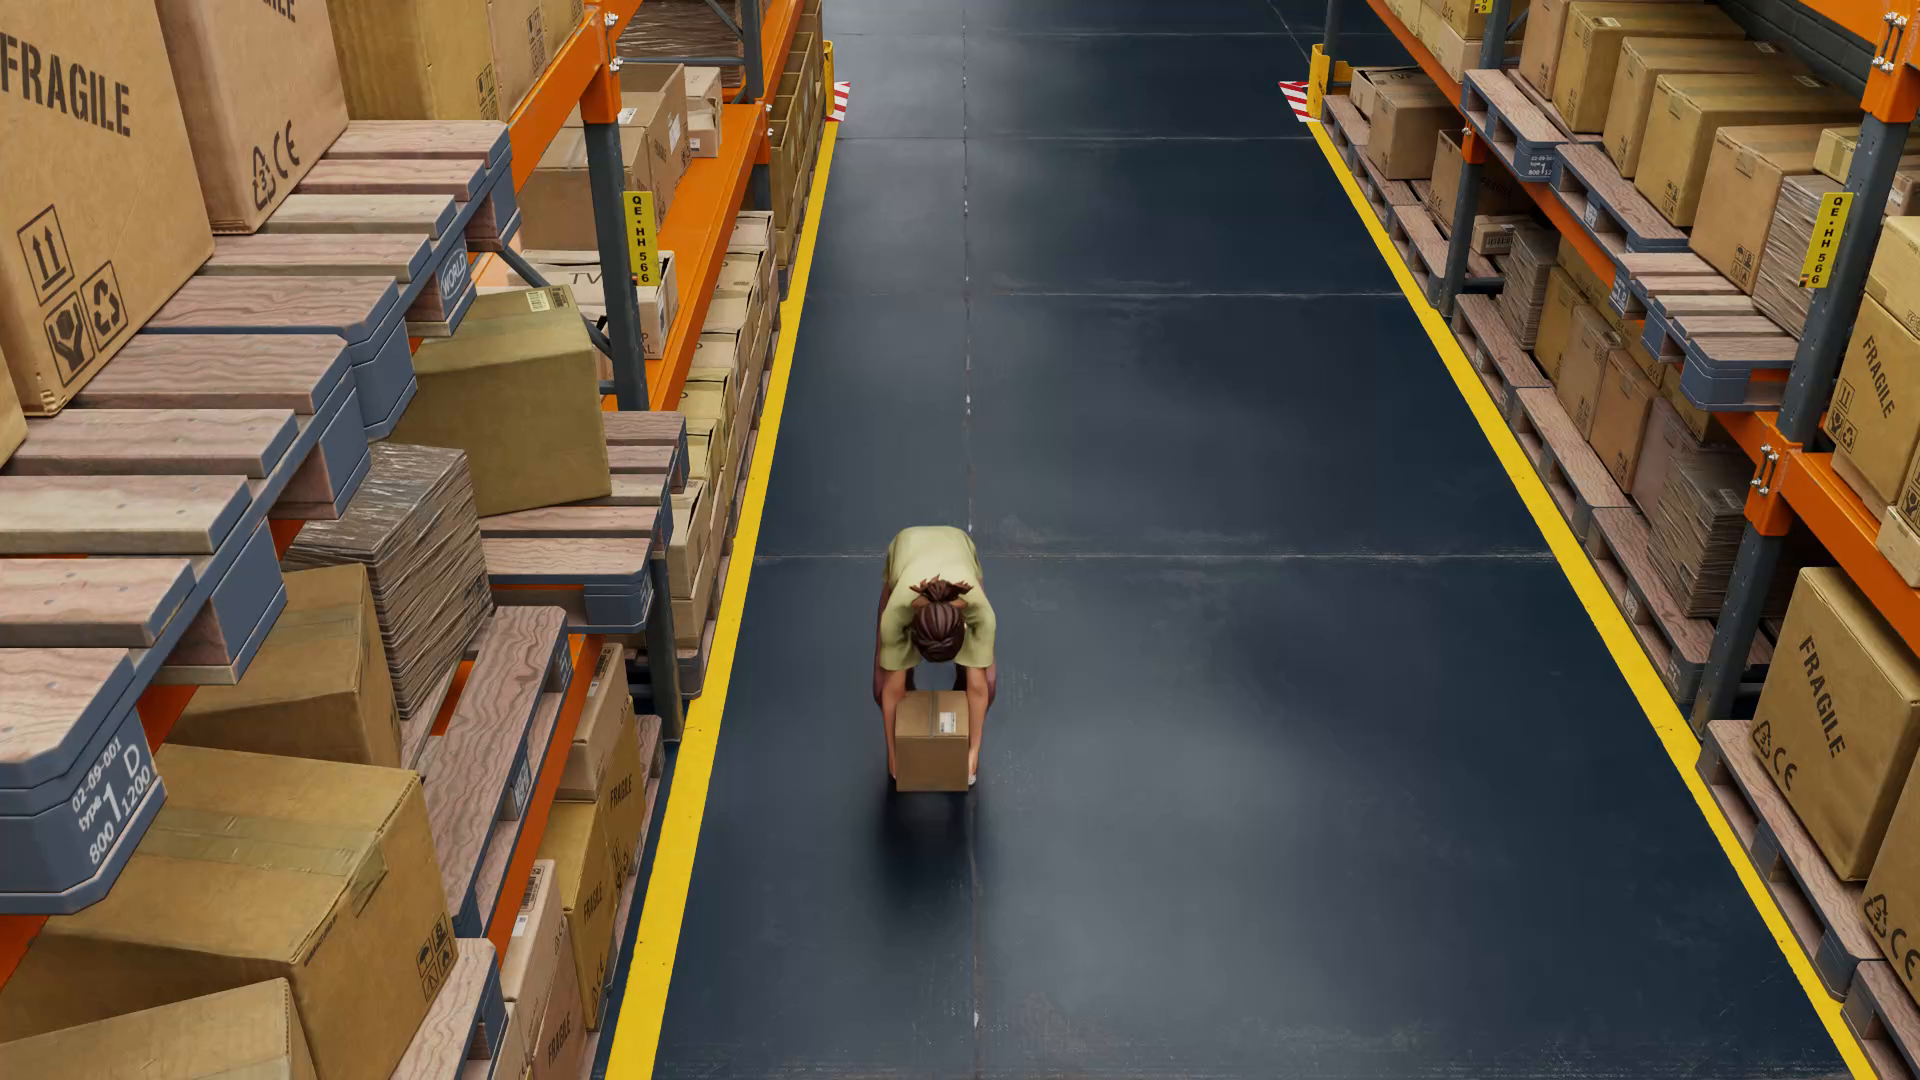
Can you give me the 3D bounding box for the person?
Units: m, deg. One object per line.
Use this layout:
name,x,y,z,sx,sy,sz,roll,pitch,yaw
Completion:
person,-0.091,0.473,5.950,0.447,1.066,0.862,-1,32,-2
